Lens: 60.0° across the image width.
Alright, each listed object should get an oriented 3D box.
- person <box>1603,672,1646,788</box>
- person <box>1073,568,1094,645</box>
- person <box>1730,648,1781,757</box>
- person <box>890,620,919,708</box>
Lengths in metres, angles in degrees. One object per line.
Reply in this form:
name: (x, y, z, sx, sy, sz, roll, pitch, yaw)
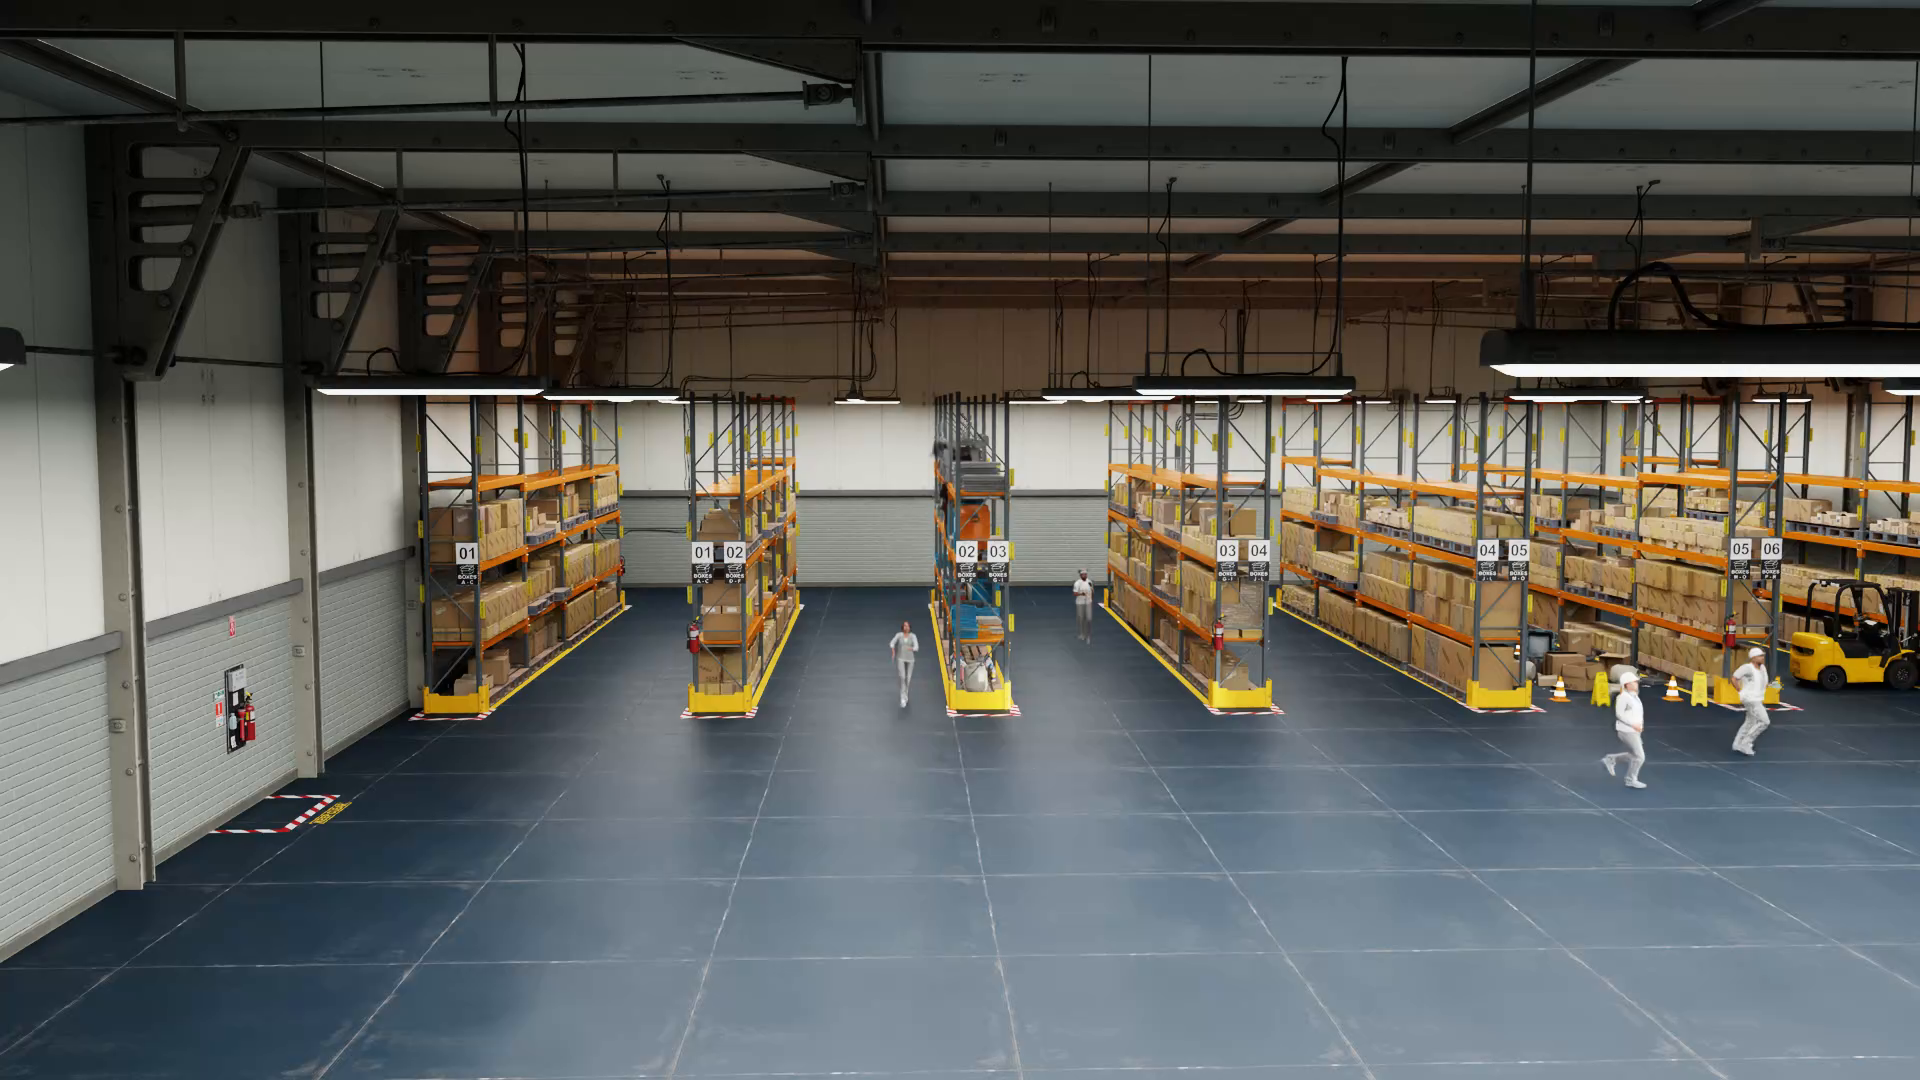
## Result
person: (10.028, 2.847, 25.067, 0.654, 1.728, 0.681, 3, 5, 33)
person: (2.895, 1.538, 38.580, 0.558, 1.781, 0.659, -1, 5, -12)
person: (13.077, 2.661, 27.307, 0.650, 1.792, 0.692, -4, 6, -44)
person: (-1.052, 2.358, 31.936, 0.507, 1.619, 0.670, -1, 5, -12)
